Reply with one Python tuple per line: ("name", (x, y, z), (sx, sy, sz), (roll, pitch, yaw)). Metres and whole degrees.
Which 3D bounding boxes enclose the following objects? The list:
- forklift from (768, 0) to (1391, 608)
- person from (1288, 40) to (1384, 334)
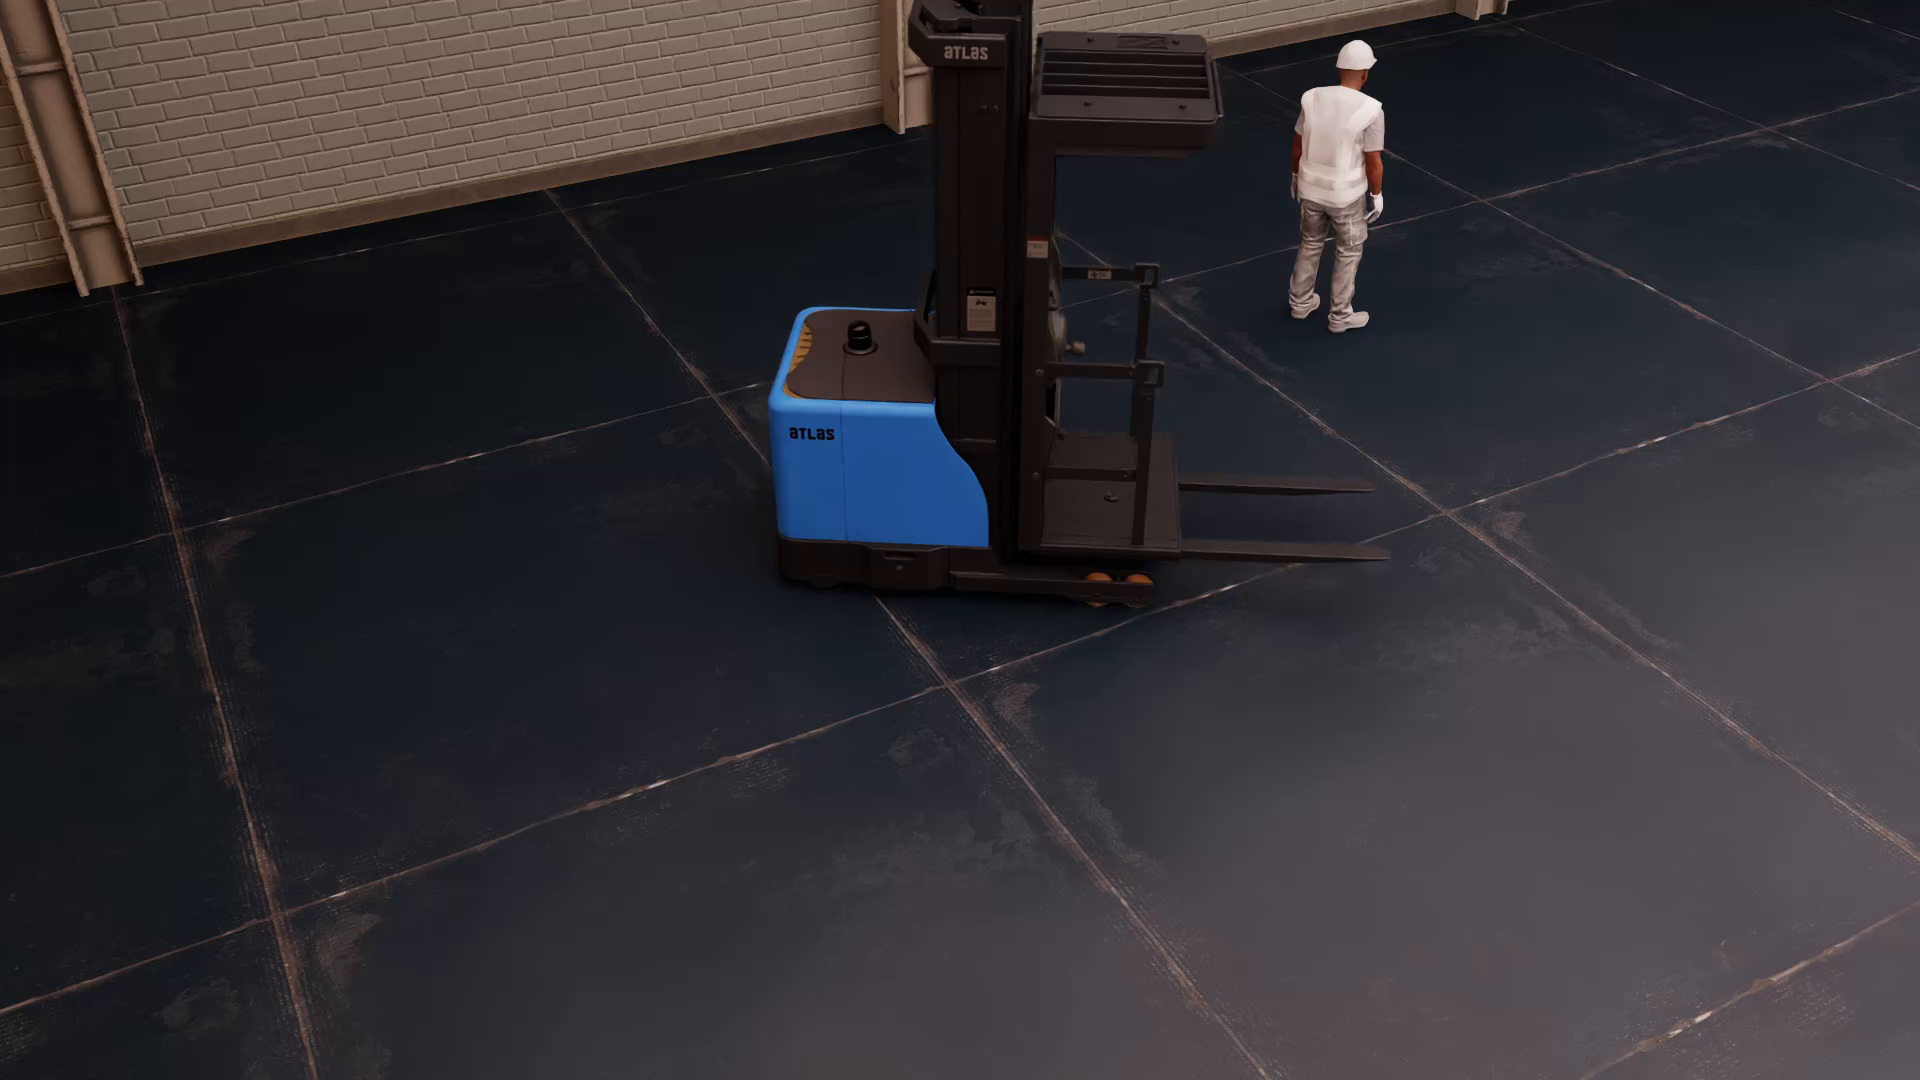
("forklift", (0.627, -1.182, 7.795), (3.031, 2.935, 1.130), (2, 35, 3))
("person", (2.303, -2.150, 10.172), (0.619, 1.772, 0.450), (27, 43, 33))
